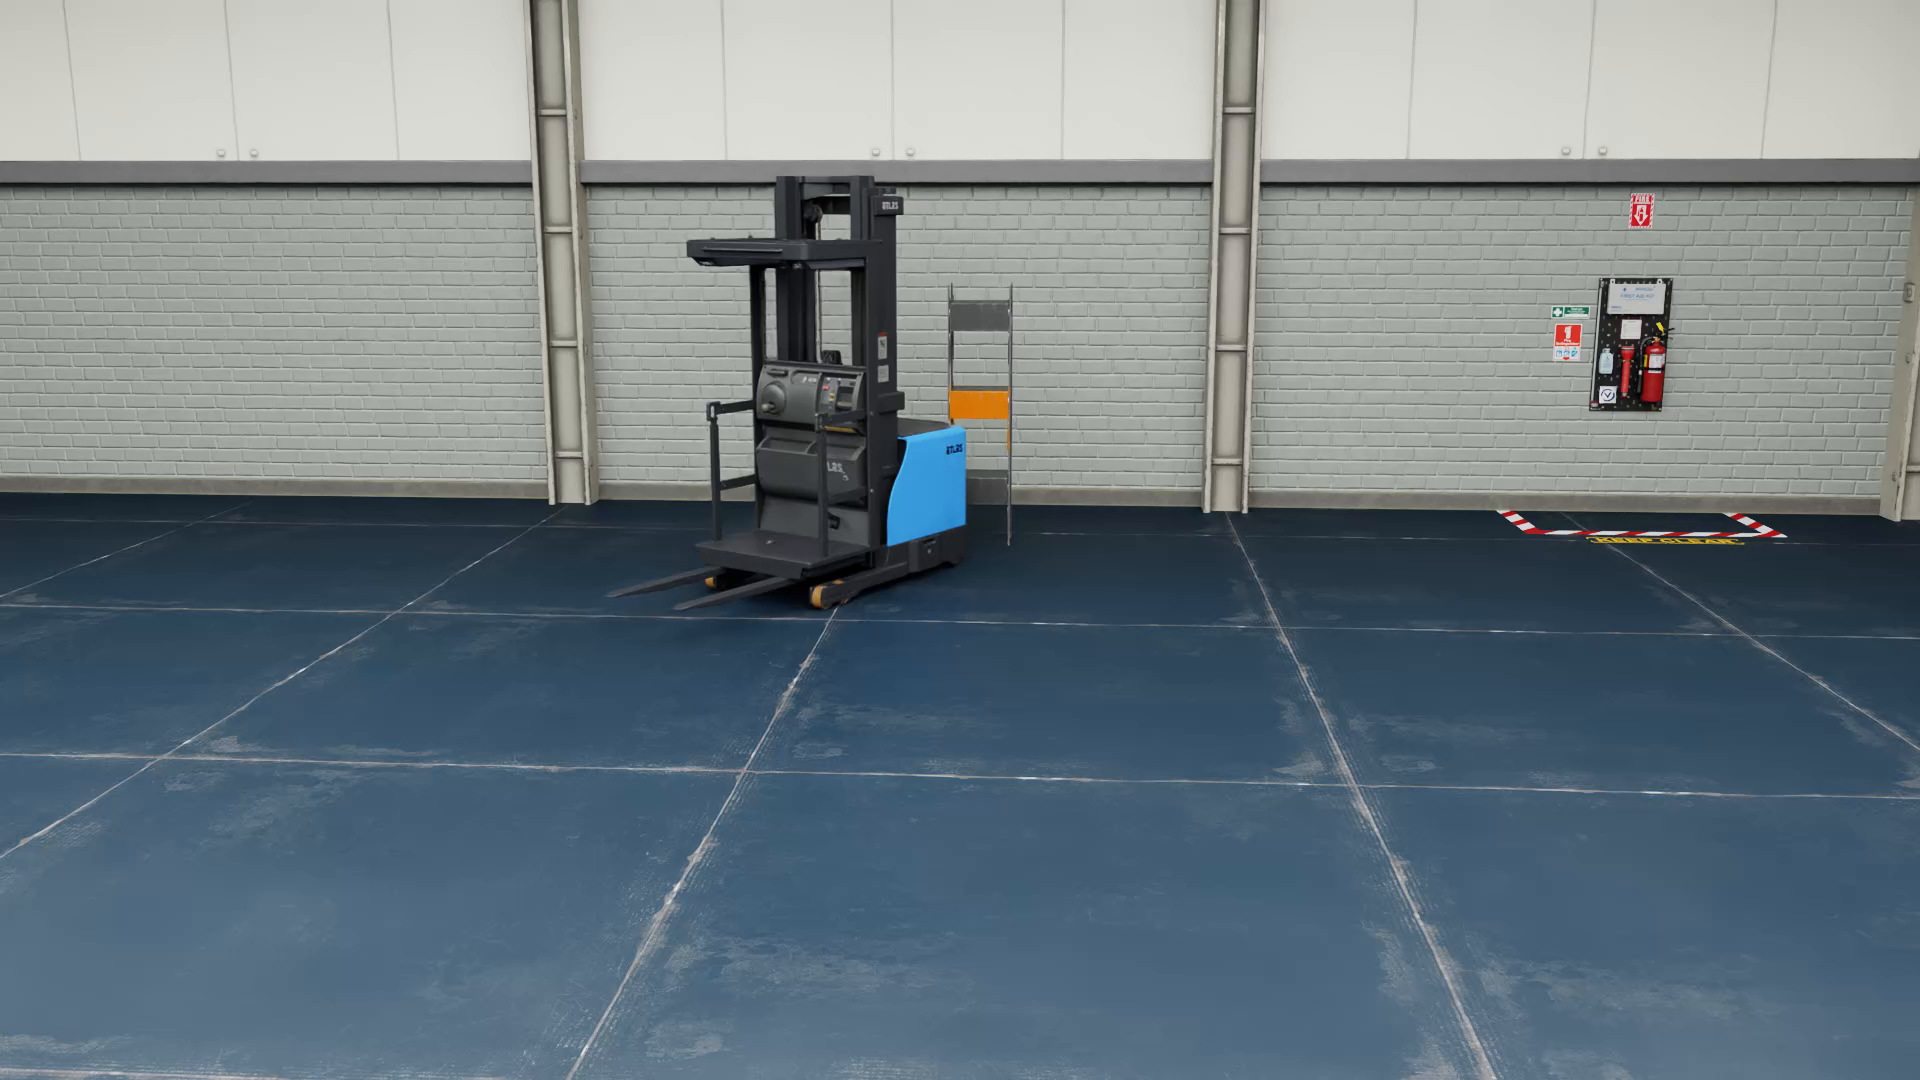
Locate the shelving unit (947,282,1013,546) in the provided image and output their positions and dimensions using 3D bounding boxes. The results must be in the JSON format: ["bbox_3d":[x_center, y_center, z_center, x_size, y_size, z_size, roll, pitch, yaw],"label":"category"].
[{"bbox_3d":[0.165,-1.025,13.542,0.503,2.100,0.431,1,12,4],"label":"shelving unit"}]

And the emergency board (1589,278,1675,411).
[{"bbox_3d":[5.923,-1.704,14.587,0.643,1.169,0.194,1,12,4],"label":"emergency board"}]

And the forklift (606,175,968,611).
[{"bbox_3d":[-1.194,-1.067,11.712,1.130,2.935,3.031,8,14,34],"label":"forklift"}]

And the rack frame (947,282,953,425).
[{"bbox_3d":[-0.078,-1.029,13.558,0.015,2.100,0.400,1,12,4],"label":"rack frame"}]

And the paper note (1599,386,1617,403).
[{"bbox_3d":[5.751,-1.289,14.757,0.142,0.148,0.016,1,12,4],"label":"paper note"}]

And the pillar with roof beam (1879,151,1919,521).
[{"bbox_3d":[8.098,-3.719,9.570,0.400,9.000,9.100,1,12,4],"label":"pillar with roof beam"}]

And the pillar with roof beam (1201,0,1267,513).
[{"bbox_3d":[2.111,-3.801,9.962,0.400,9.000,9.100,1,12,4],"label":"pillar with roof beam"}]

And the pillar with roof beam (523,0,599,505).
[{"bbox_3d":[-3.875,-3.883,10.355,0.400,9.000,9.100,1,12,4],"label":"pillar with roof beam"}]

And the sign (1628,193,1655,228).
[{"bbox_3d":[5.921,-2.859,14.448,0.199,0.298,0.001,1,12,4],"label":"sign"}]

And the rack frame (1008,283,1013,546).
[{"bbox_3d":[0.409,-1.022,13.526,0.015,2.100,0.400,1,12,4],"label":"rack frame"}]

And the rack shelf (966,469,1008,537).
[{"bbox_3d":[0.165,-0.327,13.688,0.480,0.518,0.431,1,12,4],"label":"rack shelf"}]

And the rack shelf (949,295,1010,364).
[{"bbox_3d":[0.165,-1.697,13.402,0.480,0.518,0.431,1,12,4],"label":"rack shelf"}]

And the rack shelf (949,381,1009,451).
[{"bbox_3d":[0.165,-1.012,13.545,0.480,0.518,0.431,1,12,4],"label":"rack shelf"}]

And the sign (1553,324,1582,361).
[{"bbox_3d":[5.378,-1.750,14.721,0.234,0.329,0.001,1,12,4],"label":"sign"}]

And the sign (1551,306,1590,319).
[{"bbox_3d":[5.382,-2.007,14.657,0.331,0.109,0.001,1,12,4],"label":"sign"}]
